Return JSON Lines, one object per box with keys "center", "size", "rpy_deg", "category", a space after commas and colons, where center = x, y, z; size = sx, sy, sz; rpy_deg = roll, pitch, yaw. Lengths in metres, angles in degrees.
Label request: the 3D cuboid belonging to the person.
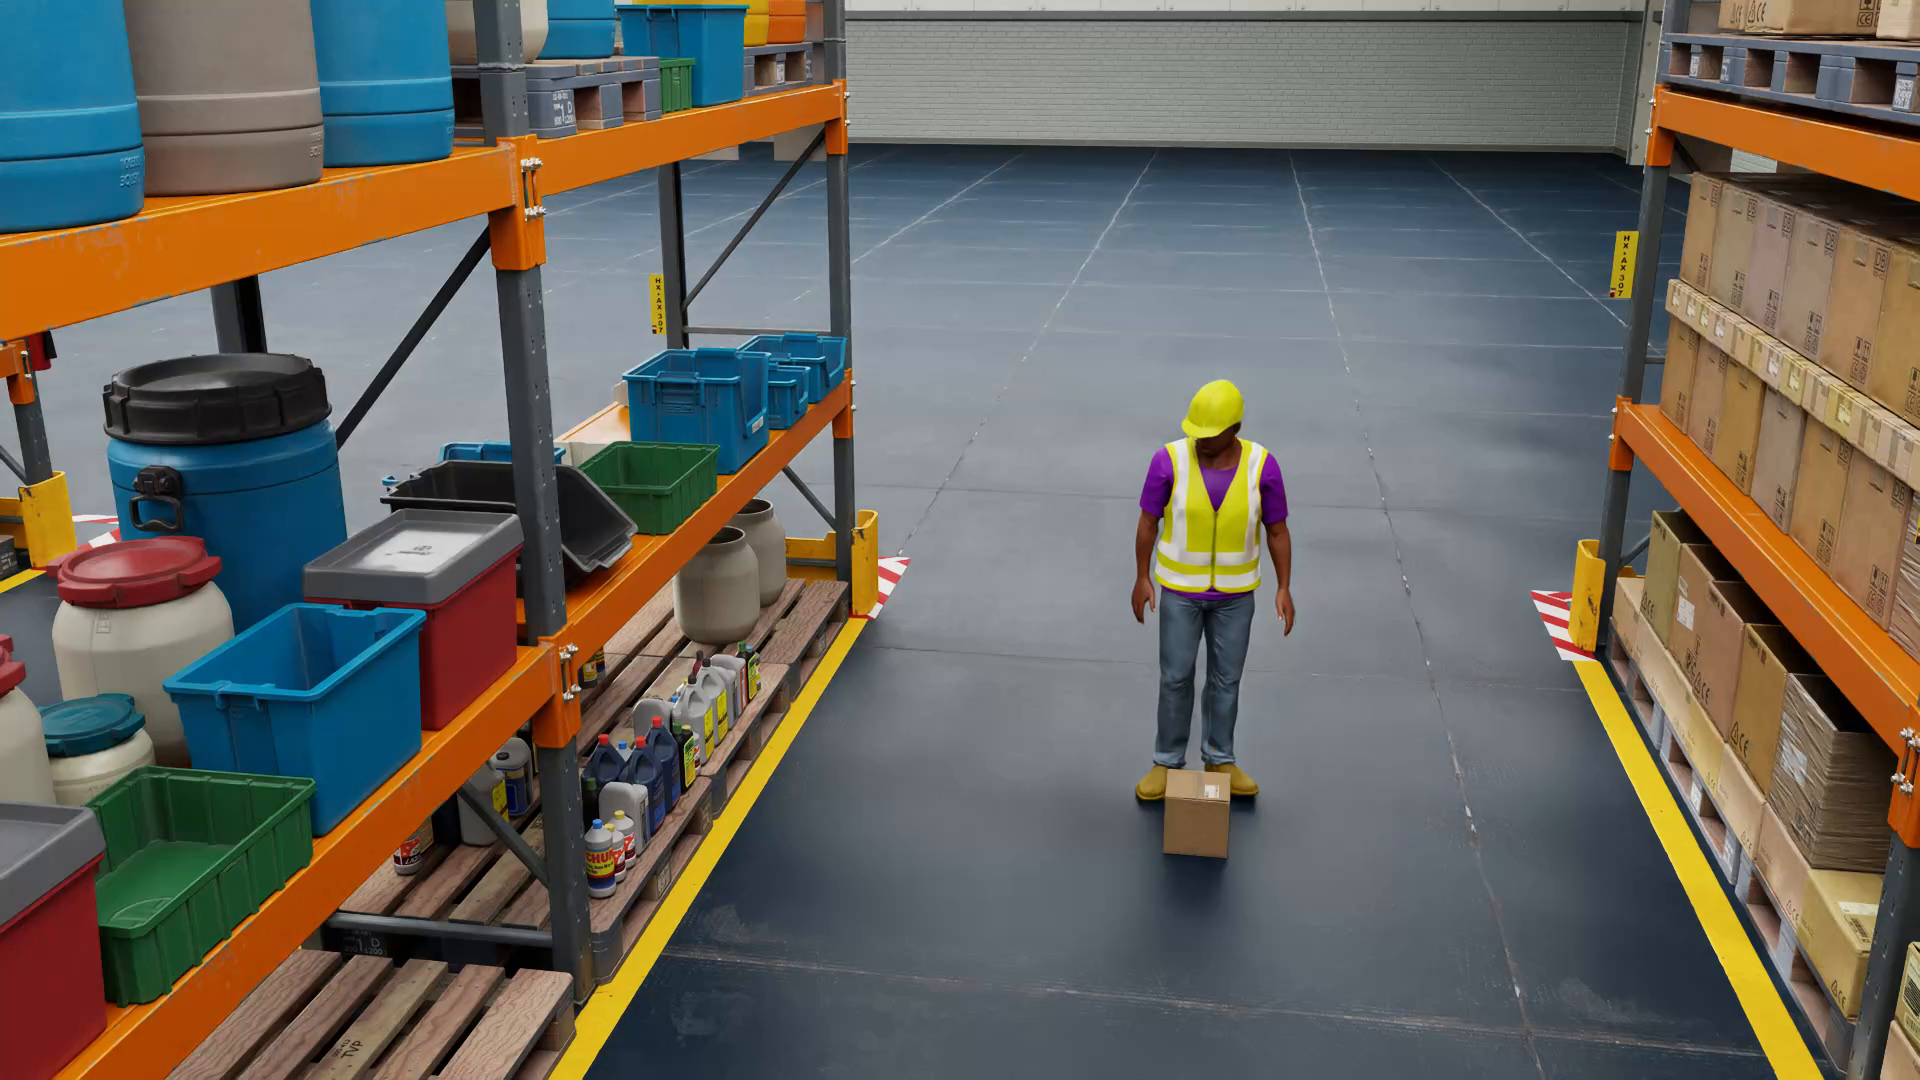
{"center": [1.040, 0.208, 6.822], "size": [0.654, 1.777, 0.372], "rpy_deg": [0, 18, 0], "category": "person"}
